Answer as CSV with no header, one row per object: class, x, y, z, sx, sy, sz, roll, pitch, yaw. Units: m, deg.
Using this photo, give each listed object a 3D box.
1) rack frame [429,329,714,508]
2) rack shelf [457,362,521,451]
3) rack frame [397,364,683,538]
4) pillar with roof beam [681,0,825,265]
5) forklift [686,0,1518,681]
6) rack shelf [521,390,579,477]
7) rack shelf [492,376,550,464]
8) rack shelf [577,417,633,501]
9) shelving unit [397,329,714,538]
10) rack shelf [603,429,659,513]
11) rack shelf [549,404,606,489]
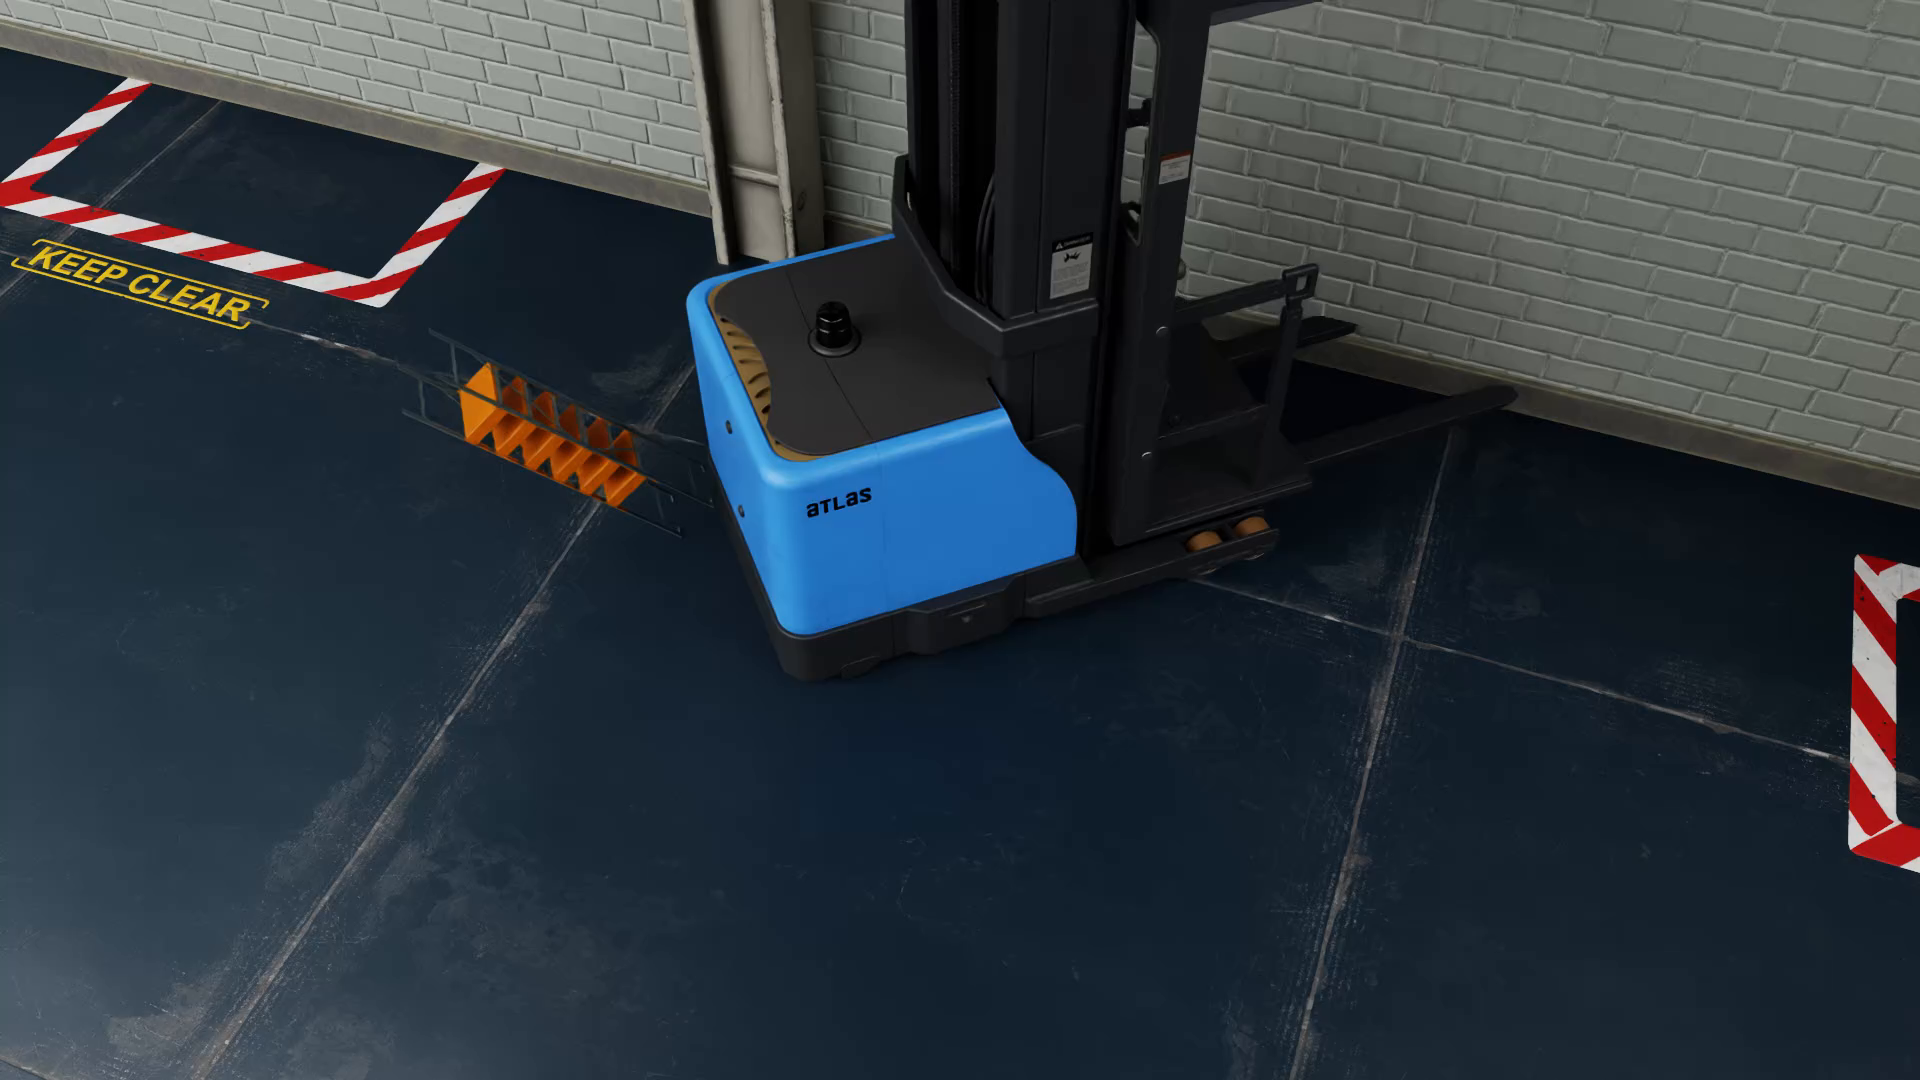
rack frame,-1.338,-0.410,5.851,0.006,1.200,0.240,-40,47,22
rack shelf,-1.607,-0.462,5.670,0.180,0.103,0.258,-40,47,22
rack frame,-1.467,-0.300,5.920,0.006,1.200,0.240,-40,47,22
pillar with roof beam,-2.319,-1.172,1.311,0.400,9.000,9.100,16,51,13
forklift,0.635,-1.189,5.341,3.031,2.935,1.130,-17,51,-14
rack shelf,-1.452,-0.381,5.834,0.180,0.103,0.258,-40,47,22
rack shelf,-1.529,-0.421,5.752,0.180,0.103,0.258,-40,47,22
rack shelf,-1.296,-0.299,5.998,0.180,0.103,0.258,-40,47,22
shelving unit,-1.403,-0.355,5.886,0.189,1.200,0.258,-40,47,22
rack shelf,-1.218,-0.259,6.080,0.180,0.103,0.258,-40,47,22
rack shelf,-1.374,-0.340,5.916,0.180,0.103,0.258,-40,47,22
